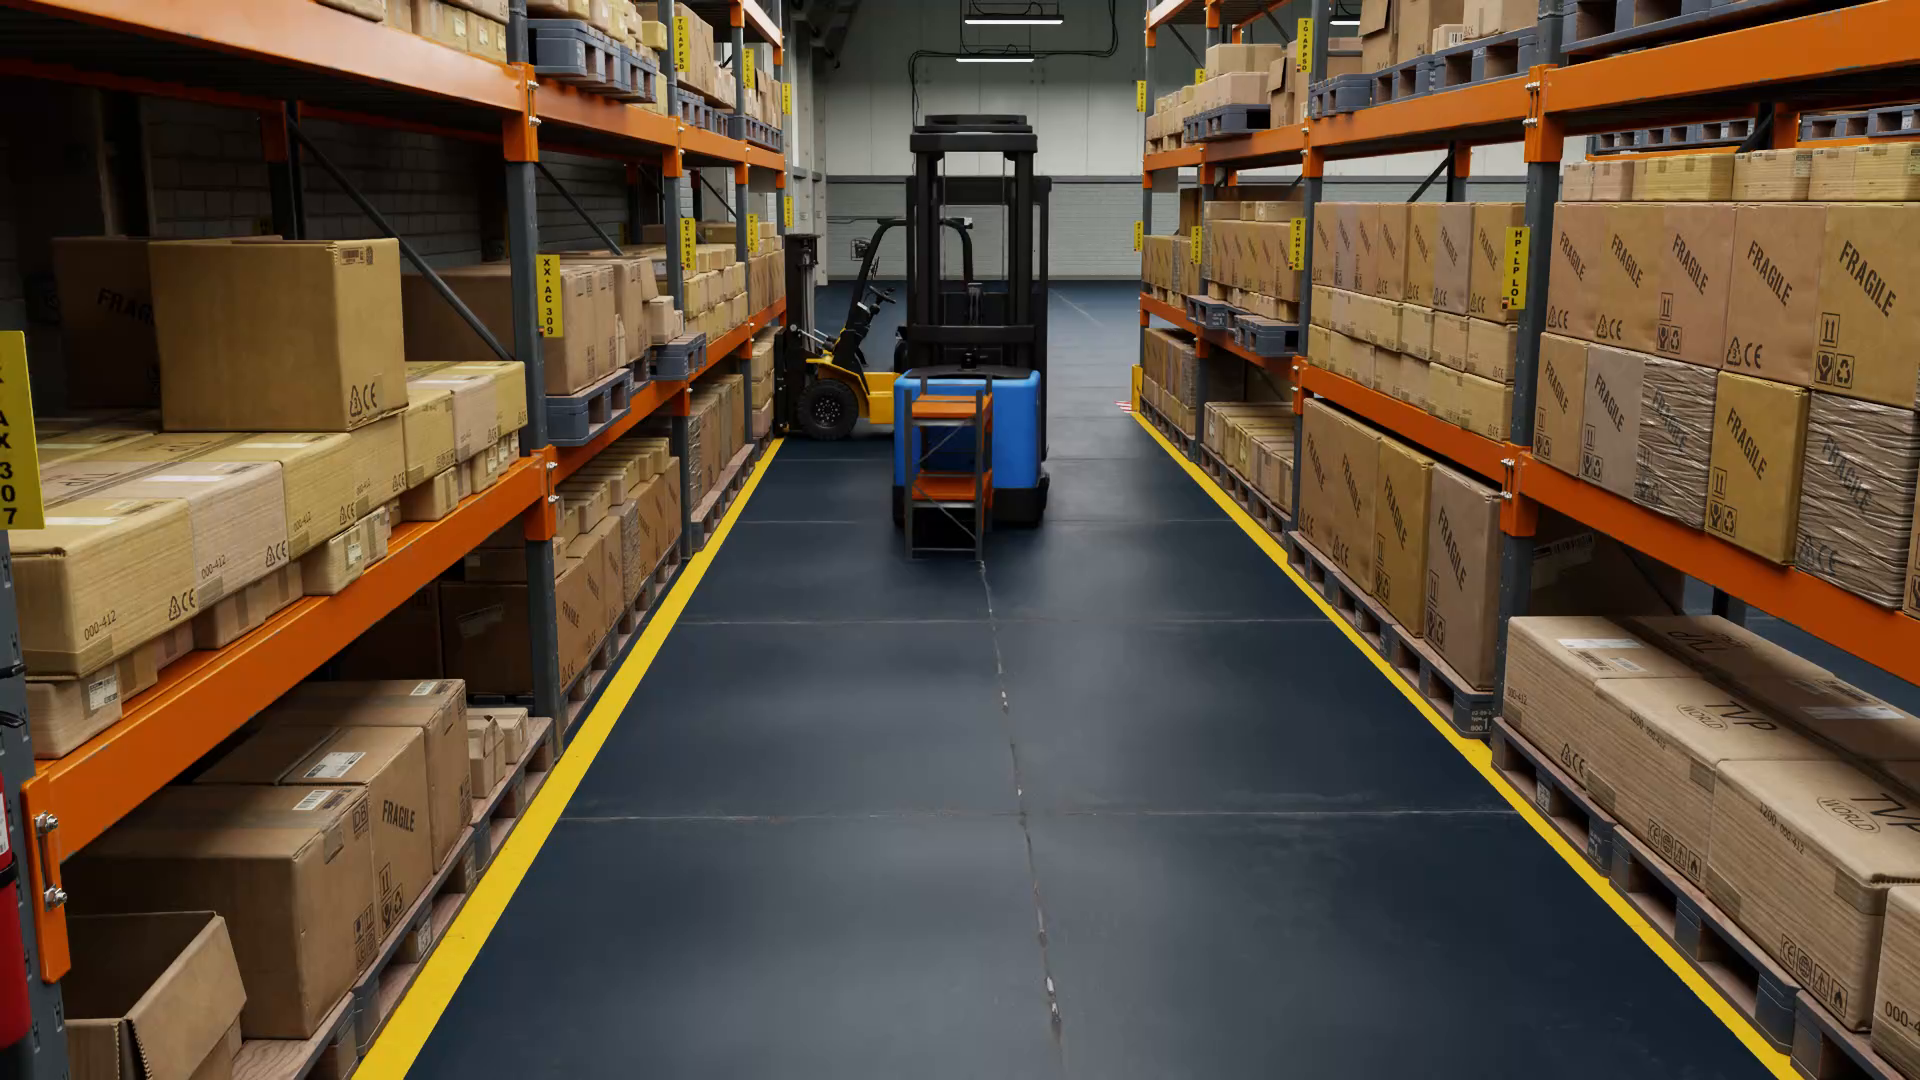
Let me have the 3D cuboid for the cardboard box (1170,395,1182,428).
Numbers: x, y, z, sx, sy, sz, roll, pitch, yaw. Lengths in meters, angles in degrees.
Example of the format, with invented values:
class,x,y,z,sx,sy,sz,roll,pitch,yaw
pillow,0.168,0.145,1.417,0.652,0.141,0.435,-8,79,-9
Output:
class,x,y,z,sx,sy,sz,roll,pitch,yaw
cardboard box,2.311,-1.237,15.974,0.500,0.250,0.500,-1,11,-3

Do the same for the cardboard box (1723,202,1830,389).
class,x,y,z,sx,sy,sz,roll,pitch,yaw
cardboard box,2.557,-0.707,4.736,0.500,0.500,0.500,0,11,-2

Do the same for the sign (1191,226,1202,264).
class,x,y,z,sx,sy,sz,roll,pitch,yaw
sign,2.071,-2.577,14.542,0.100,0.325,0.005,0,11,-1

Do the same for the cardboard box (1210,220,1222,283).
class,x,y,z,sx,sy,sz,roll,pitch,yaw
cardboard box,2.347,-2.364,13.609,0.500,0.500,0.500,0,11,-1

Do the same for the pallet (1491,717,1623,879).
class,x,y,z,sx,sy,sz,roll,pitch,yaw
pallet,2.716,0.951,6.339,1.003,0.211,1.213,0,11,-1

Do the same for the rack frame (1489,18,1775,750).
class,x,y,z,sx,sy,sz,roll,pitch,yaw
rack frame,2.778,-0.567,6.808,1.000,3.000,0.127,0,11,-1

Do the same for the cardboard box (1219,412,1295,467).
class,x,y,z,sx,sy,sz,roll,pitch,yaw
cardboard box,2.644,-0.828,13.648,0.950,0.372,0.625,0,11,2

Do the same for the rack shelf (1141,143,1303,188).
class,x,y,z,sx,sy,sz,roll,pitch,yaw
rack shelf,2.572,-3.672,16.379,1.077,0.370,4.000,0,11,-1

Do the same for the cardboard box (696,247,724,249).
class,x,y,z,sx,sy,sz,roll,pitch,yaw
cardboard box,-2.064,-2.232,13.131,0.380,0.149,0.250,-1,11,-3

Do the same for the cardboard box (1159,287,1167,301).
class,x,y,z,sx,sy,sz,roll,pitch,yaw
cardboard box,2.272,-2.555,17.243,0.380,0.149,0.250,0,11,0

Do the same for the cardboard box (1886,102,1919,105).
class,x,y,z,sx,sy,sz,roll,pitch,yaw
cardboard box,7.329,-3.519,13.142,0.380,0.149,0.250,0,11,-1

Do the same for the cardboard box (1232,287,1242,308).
class,x,y,z,sx,sy,sz,roll,pitch,yaw
cardboard box,2.308,-1.869,12.804,0.380,0.149,0.250,0,11,1

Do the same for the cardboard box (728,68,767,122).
class,x,y,z,sx,sy,sz,roll,pitch,yaw
cardboard box,-2.285,-4.299,16.093,0.797,0.503,0.637,0,11,1

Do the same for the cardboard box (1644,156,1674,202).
class,x,y,z,sx,sy,sz,roll,pitch,yaw
cardboard box,2.538,-1.209,5.574,0.380,0.149,0.250,0,11,-2

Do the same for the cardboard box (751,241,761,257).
class,x,y,z,sx,sy,sz,roll,pitch,yaw
cardboard box,-2.064,-2.720,15.537,0.380,0.149,0.250,0,11,0

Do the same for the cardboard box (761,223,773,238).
class,x,y,z,sx,sy,sz,roll,pitch,yaw
cardboard box,-2.088,-3.120,16.762,0.380,0.149,0.250,0,11,0

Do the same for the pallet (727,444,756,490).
class,x,y,z,sx,sy,sz,roll,pitch,yaw
pallet,-2.295,-0.623,14.098,1.003,0.211,1.213,0,11,-1

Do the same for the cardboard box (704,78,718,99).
class,x,y,z,sx,sy,sz,roll,pitch,yaw
cardboard box,-2.007,-3.367,12.390,0.380,0.149,0.250,0,11,-2

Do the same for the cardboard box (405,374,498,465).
class,x,y,z,sx,sy,sz,roll,pitch,yaw
cardboard box,-1.905,-0.418,5.704,0.500,0.250,0.500,0,11,-1

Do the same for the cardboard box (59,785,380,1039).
class,x,y,z,sx,sy,sz,roll,pitch,yaw
cardboard box,-1.998,0.977,4.431,0.700,0.500,0.500,0,11,1

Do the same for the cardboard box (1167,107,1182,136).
class,x,y,z,sx,sy,sz,roll,pitch,yaw
cardboard box,2.301,-4.089,16.253,0.500,0.250,0.500,0,11,0

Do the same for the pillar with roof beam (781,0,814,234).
class,x,y,z,sx,sy,sz,roll,pitch,yaw
pillar with roof beam,0.613,-9.325,34.889,9.100,9.000,0.548,0,11,-1

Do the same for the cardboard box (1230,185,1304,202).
class,x,y,z,sx,sy,sz,roll,pitch,yaw
cardboard box,2.821,-2.930,14.943,0.700,0.500,0.500,0,11,-2

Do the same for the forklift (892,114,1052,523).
class,x,y,z,sx,sy,sz,roll,pitch,yaw
forklift,0.153,-1.804,13.082,1.130,2.935,3.031,1,12,5

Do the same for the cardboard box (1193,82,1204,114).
class,x,y,z,sx,sy,sz,roll,pitch,yaw
cardboard box,2.224,-3.641,13.741,0.500,0.250,0.500,-1,11,-3

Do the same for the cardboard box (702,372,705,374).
class,x,y,z,sx,sy,sz,roll,pitch,yaw
cardboard box,-2.553,-1.581,15.153,0.500,0.250,0.500,0,11,0

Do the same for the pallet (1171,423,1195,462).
class,x,y,z,sx,sy,sz,roll,pitch,yaw
pallet,2.564,-0.924,15.581,1.003,0.211,1.213,0,11,-1

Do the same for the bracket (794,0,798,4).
class,x,y,z,sx,sy,sz,roll,pitch,yaw
bracket,-3.274,-10.478,31.520,0.076,0.066,4.783,0,11,-1

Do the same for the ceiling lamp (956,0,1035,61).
class,x,y,z,sx,sy,sz,roll,pitch,yaw
ceiling lamp,0.889,-13.804,42.289,2.000,3.185,0.800,0,11,-1

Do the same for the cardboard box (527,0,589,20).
class,x,y,z,sx,sy,sz,roll,pitch,yaw
cardboard box,-1.763,-2.260,6.934,0.380,0.149,0.250,0,11,-1

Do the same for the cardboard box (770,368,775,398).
class,x,y,z,sx,sy,sz,roll,pitch,yaw
cardboard box,-2.062,-1.537,16.191,0.500,0.250,0.500,0,11,-2

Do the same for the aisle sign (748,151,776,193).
class,x,y,z,sx,sy,sz,roll,pitch,yaw
aisle sign,-2.140,-4.219,18.274,0.394,0.787,0.004,0,11,-1

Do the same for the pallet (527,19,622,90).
class,x,y,z,sx,sy,sz,roll,pitch,yaw
pallet,-2.128,-2.053,7.065,1.213,0.211,1.003,0,11,-1

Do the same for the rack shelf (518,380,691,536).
class,x,y,z,sx,sy,sz,roll,pitch,yaw
rack shelf,-2.226,-0.591,8.735,1.077,0.370,4.000,0,11,-1

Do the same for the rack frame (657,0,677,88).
class,x,y,z,sx,sy,sz,roll,pitch,yaw
rack frame,-2.267,-4.281,10.027,1.000,3.000,0.127,0,11,-1

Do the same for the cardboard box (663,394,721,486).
class,x,y,z,sx,sy,sz,roll,pitch,yaw
cardboard box,-2.302,-0.770,12.729,0.875,0.625,0.625,-1,11,-4

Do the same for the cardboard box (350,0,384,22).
class,x,y,z,sx,sy,sz,roll,pitch,yaw
cardboard box,-1.820,-1.516,4.576,0.380,0.149,0.250,0,11,0

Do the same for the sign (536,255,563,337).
class,x,y,z,sx,sy,sz,roll,pitch,yaw
sign,-1.642,-0.974,6.636,0.100,0.325,0.005,0,11,-1

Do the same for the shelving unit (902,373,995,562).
class,x,y,z,sx,sy,sz,roll,pitch,yaw
shelving unit,-0.064,-0.513,11.259,0.538,1.125,1.048,1,12,4

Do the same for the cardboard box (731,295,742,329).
class,x,y,z,sx,sy,sz,roll,pitch,yaw
cardboard box,-2.062,-1.863,13.576,0.500,0.250,0.500,0,11,-1

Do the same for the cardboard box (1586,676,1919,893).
class,x,y,z,sx,sy,sz,roll,pitch,yaw
cardboard box,2.703,0.786,5.526,0.875,0.438,0.875,-1,11,-3

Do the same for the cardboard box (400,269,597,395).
class,x,y,z,sx,sy,sz,roll,pitch,yaw
cardboard box,-1.971,-0.897,7.131,0.700,0.500,0.500,0,11,0

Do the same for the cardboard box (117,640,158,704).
class,x,y,z,sx,sy,sz,roll,pitch,yaw
cardboard box,-1.886,0.256,3.385,0.380,0.149,0.250,0,11,0

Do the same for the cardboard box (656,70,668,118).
class,x,y,z,sx,sy,sz,roll,pitch,yaw
cardboard box,-2.014,-2.636,9.842,0.500,0.250,0.500,-1,11,-3

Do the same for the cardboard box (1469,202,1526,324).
class,x,y,z,sx,sy,sz,roll,pitch,yaw
cardboard box,2.518,-1.193,7.131,0.500,0.500,0.500,0,11,1

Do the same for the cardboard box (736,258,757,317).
class,x,y,z,sx,sy,sz,roll,pitch,yaw
cardboard box,-2.098,-2.274,14.972,0.500,0.500,0.500,-1,11,-3

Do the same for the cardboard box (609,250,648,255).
class,x,y,z,sx,sy,sz,roll,pitch,yaw
cardboard box,-2.527,-2.076,12.367,0.380,0.149,0.250,0,11,0

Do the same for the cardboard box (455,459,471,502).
class,x,y,z,sx,sy,sz,roll,pitch,yaw
cardboard box,-1.890,-0.205,5.655,0.380,0.149,0.250,0,11,0

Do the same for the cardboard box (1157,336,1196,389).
class,x,y,z,sx,sy,sz,roll,pitch,yaw
cardboard box,2.289,-1.808,16.900,0.500,0.500,0.500,0,11,0

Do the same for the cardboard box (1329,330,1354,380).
class,x,y,z,sx,sy,sz,roll,pitch,yaw
cardboard box,2.482,-1.088,9.755,0.500,0.250,0.500,-1,11,-3

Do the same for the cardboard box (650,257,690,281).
class,x,y,z,sx,sy,sz,roll,pitch,yaw
cardboard box,-1.979,-1.772,10.867,0.380,0.149,0.250,0,11,1

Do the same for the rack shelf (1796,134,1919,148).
class,x,y,z,sx,sy,sz,roll,pitch,yaw
rack shelf,7.601,-2.917,12.659,1.077,0.370,4.000,0,11,-1

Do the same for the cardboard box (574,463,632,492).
class,x,y,z,sx,sy,sz,roll,pitch,yaw
cardboard box,-2.040,-0.333,9.257,0.380,0.149,0.250,0,11,-2

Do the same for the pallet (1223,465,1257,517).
class,x,y,z,sx,sy,sz,roll,pitch,yaw
pallet,2.659,-0.392,12.963,1.003,0.211,1.213,0,11,-1
